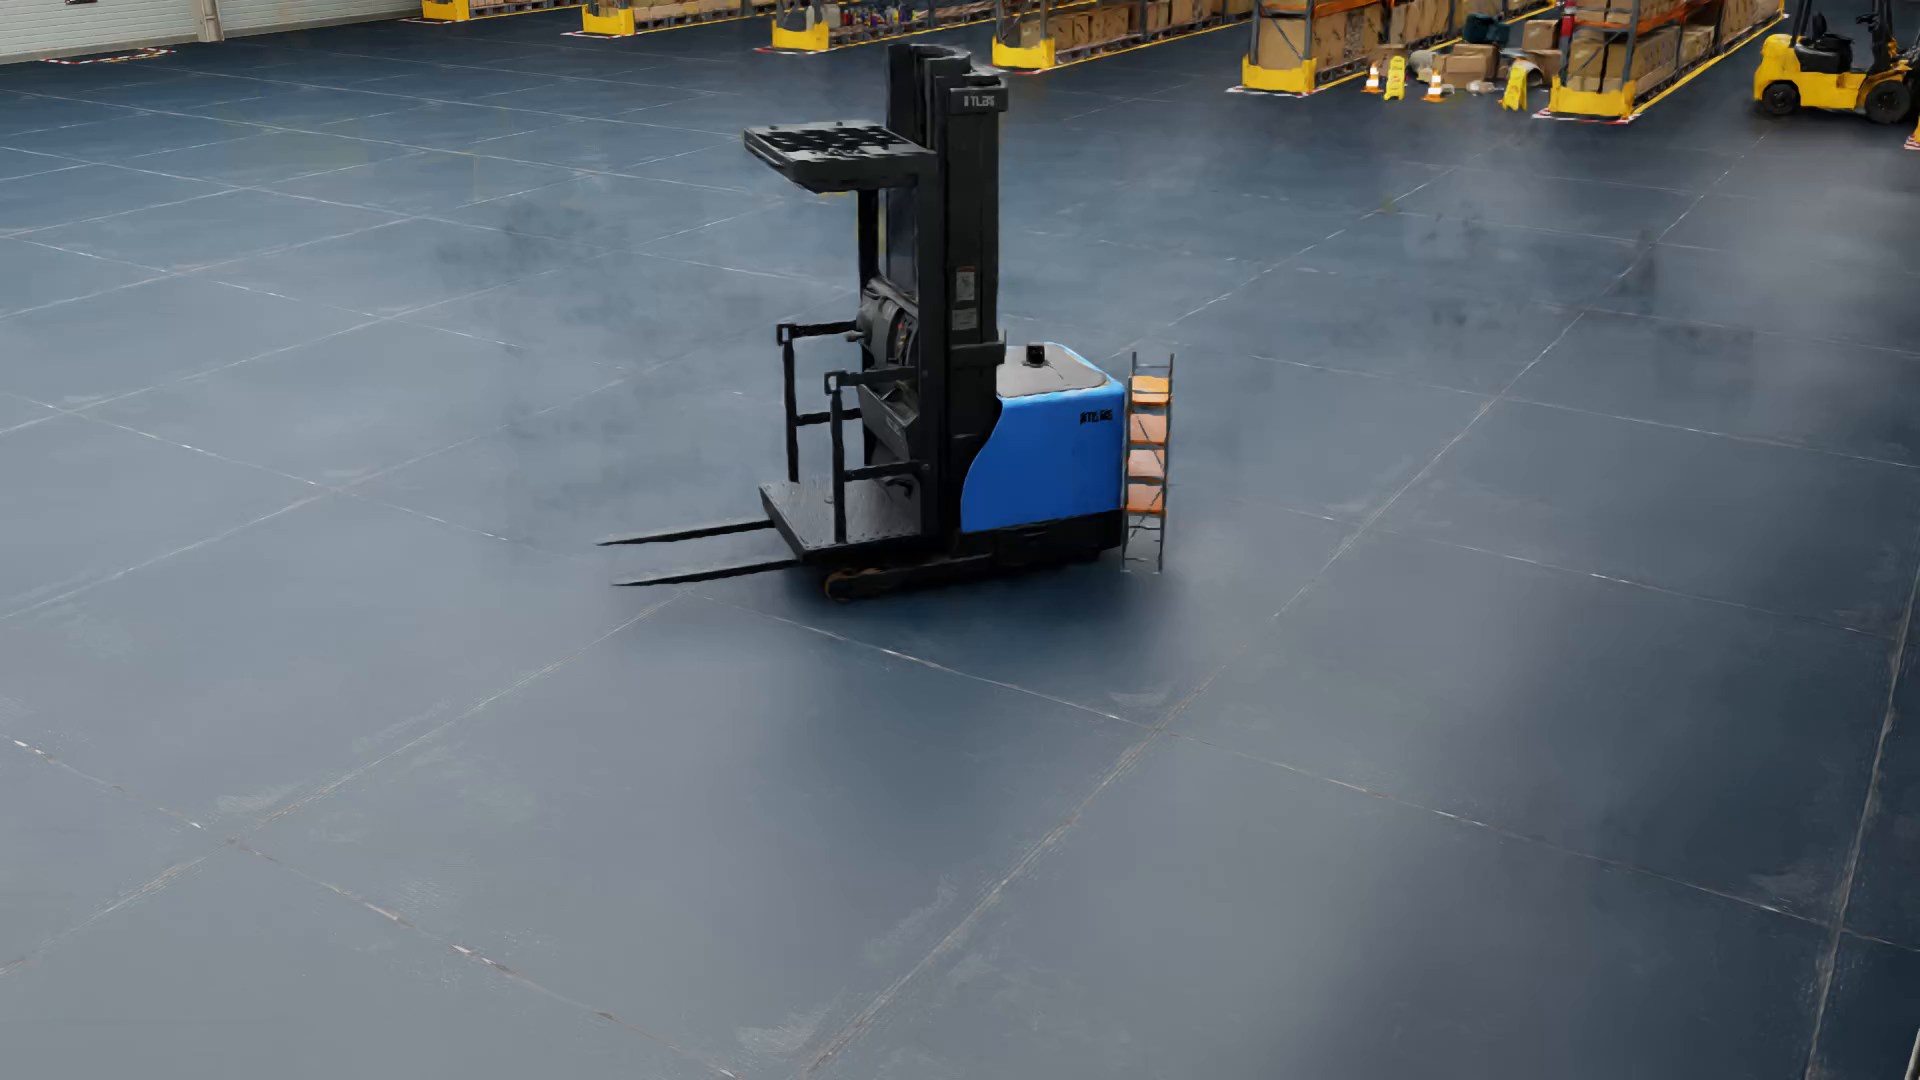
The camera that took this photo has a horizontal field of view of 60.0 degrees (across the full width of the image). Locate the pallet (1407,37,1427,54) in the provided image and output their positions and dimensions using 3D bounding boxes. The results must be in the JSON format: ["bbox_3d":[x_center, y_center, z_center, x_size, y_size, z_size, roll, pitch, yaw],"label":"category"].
[{"bbox_3d":[8.350,-9.598,32.156,1.003,0.211,1.213,14,27,29],"label":"pallet"}]

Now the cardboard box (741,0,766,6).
[{"bbox_3d":[-4.787,-12.354,37.945,0.500,0.250,0.500,13,27,28],"label":"cardboard box"}]

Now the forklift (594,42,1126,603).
[{"bbox_3d":[-0.596,-1.226,9.393,3.031,2.935,1.130,-8,25,-19],"label":"forklift"}]

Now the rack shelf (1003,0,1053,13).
[{"bbox_3d":[2.149,-10.257,31.073,1.077,0.370,4.000,14,27,29],"label":"rack shelf"}]

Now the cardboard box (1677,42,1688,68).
[{"bbox_3d":[11.898,-8.350,28.540,0.950,0.372,0.625,14,27,30],"label":"cardboard box"}]

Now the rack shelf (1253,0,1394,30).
[{"bbox_3d":[6.309,-9.183,28.593,1.077,0.370,4.000,14,27,29],"label":"rack shelf"}]

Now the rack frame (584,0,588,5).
[{"bbox_3d":[-9.421,-14.376,39.682,1.000,3.000,0.127,14,27,29],"label":"rack frame"}]

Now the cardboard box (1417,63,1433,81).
[{"bbox_3d":[8.022,-7.968,28.321,0.396,0.266,0.258,20,30,38],"label":"cardboard box"}]

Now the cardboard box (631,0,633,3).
[{"bbox_3d":[-6.775,-11.848,35.831,0.500,0.500,0.500,14,27,29],"label":"cardboard box"}]

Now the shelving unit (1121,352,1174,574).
[{"bbox_3d":[1.102,-0.453,9.786,0.258,1.200,0.503,3,24,7],"label":"shelving unit"}]

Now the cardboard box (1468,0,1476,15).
[{"bbox_3d":[10.326,-10.940,34.362,0.500,0.500,0.500,14,27,30],"label":"cardboard box"}]

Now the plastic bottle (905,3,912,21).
[{"bbox_3d":[-1.099,-11.008,34.684,0.144,0.351,0.185,13,27,28],"label":"plastic bottle"}]

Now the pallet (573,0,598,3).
[{"bbox_3d":[-9.011,-13.359,40.844,1.003,0.211,1.213,14,27,29],"label":"pallet"}]

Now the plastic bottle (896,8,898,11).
[{"bbox_3d":[-1.339,-10.932,34.601,0.152,0.276,0.135,14,27,29],"label":"plastic bottle"}]

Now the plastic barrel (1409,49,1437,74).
[{"bbox_3d":[8.069,-8.302,28.894,0.421,0.421,0.512,-7,24,-17],"label":"plastic barrel"}]

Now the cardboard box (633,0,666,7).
[{"bbox_3d":[-6.586,-11.568,35.184,0.500,0.500,0.500,14,27,29],"label":"cardboard box"}]

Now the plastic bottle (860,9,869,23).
[{"bbox_3d":[-1.967,-10.837,34.381,0.152,0.276,0.135,14,27,29],"label":"plastic bottle"}]

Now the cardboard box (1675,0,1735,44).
[{"bbox_3d":[14.168,-9.969,31.647,0.875,0.875,0.875,14,27,28],"label":"cardboard box"}]

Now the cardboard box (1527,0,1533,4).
[{"bbox_3d":[12.970,-12.449,38.291,0.380,0.149,0.250,14,27,30],"label":"cardboard box"}]

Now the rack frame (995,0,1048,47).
[{"bbox_3d":[1.094,-9.912,29.370,1.000,3.000,0.127,14,27,29],"label":"rack frame"}]

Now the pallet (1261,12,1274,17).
[{"bbox_3d":[6.438,-11.993,37.687,1.003,0.211,1.213,14,27,29],"label":"pallet"}]

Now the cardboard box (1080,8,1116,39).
[{"bbox_3d":[2.663,-9.986,32.159,0.500,0.500,0.500,-18,29,-36],"label":"cardboard box"}]

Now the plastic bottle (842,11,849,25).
[{"bbox_3d":[-2.361,-10.693,34.049,0.152,0.276,0.135,14,27,29],"label":"plastic bottle"}]

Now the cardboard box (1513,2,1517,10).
[{"bbox_3d":[12.190,-11.918,37.065,0.380,0.149,0.250,15,27,30],"label":"cardboard box"}]

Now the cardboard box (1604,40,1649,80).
[{"bbox_3d":[10.186,-7.333,25.401,0.500,0.500,0.500,13,27,27],"label":"cardboard box"}]

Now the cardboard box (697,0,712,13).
[{"bbox_3d":[-5.792,-11.729,36.501,0.500,0.250,0.500,14,27,29],"label":"cardboard box"}]

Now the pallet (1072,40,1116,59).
[{"bbox_3d":[2.237,-9.335,31.547,1.003,0.211,1.213,14,27,29],"label":"pallet"}]

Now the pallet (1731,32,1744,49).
[{"bbox_3d":[14.857,-9.916,32.890,1.003,0.211,1.213,14,27,29],"label":"pallet"}]

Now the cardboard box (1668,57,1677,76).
[{"bbox_3d":[11.540,-7.860,27.563,0.500,0.250,0.500,15,28,31],"label":"cardboard box"}]

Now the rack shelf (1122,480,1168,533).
[{"bbox_3d":[1.102,-0.209,9.892,0.258,0.148,0.480,3,24,7],"label":"rack shelf"}]

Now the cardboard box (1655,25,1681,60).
[{"bbox_3d":[11.539,-8.204,27.414,0.500,0.500,0.500,13,27,28],"label":"cardboard box"}]

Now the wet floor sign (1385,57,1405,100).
[{"bbox_3d":[6.921,-7.333,26.377,0.267,0.644,0.232,9,25,20],"label":"wet floor sign"}]

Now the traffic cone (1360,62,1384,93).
[{"bbox_3d":[6.741,-7.556,27.121,0.336,0.463,0.334,14,27,29],"label":"traffic cone"}]

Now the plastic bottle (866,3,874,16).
[{"bbox_3d":[-1.882,-11.037,34.750,0.144,0.351,0.185,13,26,27],"label":"plastic bottle"}]

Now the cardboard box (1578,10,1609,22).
[{"bbox_3d":[9.529,-7.891,25.018,0.380,0.149,0.250,15,28,31],"label":"cardboard box"}]

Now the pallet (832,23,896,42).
[{"bbox_3d":[-2.036,-10.389,33.982,1.003,0.211,1.213,14,27,29],"label":"pallet"}]

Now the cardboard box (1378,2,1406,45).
[{"bbox_3d":[7.615,-9.577,30.900,1.050,0.750,0.750,14,27,29],"label":"cardboard box"}]

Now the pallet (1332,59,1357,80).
[{"bbox_3d":[6.254,-8.255,29.053,1.003,0.211,1.213,14,27,29],"label":"pallet"}]

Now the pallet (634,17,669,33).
[{"bbox_3d":[-6.952,-10.976,35.339,1.003,0.211,1.213,14,27,29],"label":"pallet"}]

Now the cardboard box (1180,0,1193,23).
[{"bbox_3d":[4.402,-11.054,34.601,0.700,0.500,0.500,16,28,33],"label":"cardboard box"}]

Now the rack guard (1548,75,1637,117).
[{"bbox_3d":[9.553,-6.714,25.129,1.175,0.500,0.348,14,27,29],"label":"rack guard"}]

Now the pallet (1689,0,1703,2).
[{"bbox_3d":[12.150,-9.325,28.255,1.003,0.211,1.213,14,27,29],"label":"pallet"}]

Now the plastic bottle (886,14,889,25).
[{"bbox_3d":[-1.499,-10.666,34.082,0.097,0.201,0.097,0,23,0],"label":"plastic bottle"}]

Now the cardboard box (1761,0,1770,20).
[{"bbox_3d":[16.737,-11.394,35.490,0.875,0.438,0.875,13,27,27],"label":"cardboard box"}]

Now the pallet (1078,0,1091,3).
[{"bbox_3d":[2.774,-13.469,41.096,1.003,0.211,1.213,14,27,29],"label":"pallet"}]

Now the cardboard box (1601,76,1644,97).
[{"bbox_3d":[10.174,-6.980,25.531,0.500,0.250,0.500,14,27,29],"label":"cardboard box"}]

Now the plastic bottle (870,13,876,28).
[{"bbox_3d":[-1.758,-10.524,33.651,0.061,0.283,0.133,14,27,30],"label":"plastic bottle"}]

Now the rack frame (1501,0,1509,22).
[{"bbox_3d":[11.584,-12.888,36.246,1.000,3.000,0.127,14,27,29],"label":"rack frame"}]

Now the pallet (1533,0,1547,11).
[{"bbox_3d":[13.196,-12.666,39.243,1.003,0.211,1.213,14,27,29],"label":"pallet"}]

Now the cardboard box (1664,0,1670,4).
[{"bbox_3d":[10.798,-8.640,25.933,0.500,0.500,0.500,13,27,28],"label":"cardboard box"}]

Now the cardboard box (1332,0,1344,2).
[{"bbox_3d":[6.085,-9.395,27.987,0.875,0.550,0.550,14,27,29],"label":"cardboard box"}]

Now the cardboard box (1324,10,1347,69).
[{"bbox_3d":[6.018,-8.596,28.477,0.875,0.875,0.875,13,27,28],"label":"cardboard box"}]

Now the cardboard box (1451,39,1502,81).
[{"bbox_3d":[8.775,-8.193,28.370,0.797,0.637,0.503,14,27,29],"label":"cardboard box"}]

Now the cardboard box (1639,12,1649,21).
[{"bbox_3d":[10.198,-7.952,25.159,0.380,0.149,0.250,13,27,27],"label":"cardboard box"}]
